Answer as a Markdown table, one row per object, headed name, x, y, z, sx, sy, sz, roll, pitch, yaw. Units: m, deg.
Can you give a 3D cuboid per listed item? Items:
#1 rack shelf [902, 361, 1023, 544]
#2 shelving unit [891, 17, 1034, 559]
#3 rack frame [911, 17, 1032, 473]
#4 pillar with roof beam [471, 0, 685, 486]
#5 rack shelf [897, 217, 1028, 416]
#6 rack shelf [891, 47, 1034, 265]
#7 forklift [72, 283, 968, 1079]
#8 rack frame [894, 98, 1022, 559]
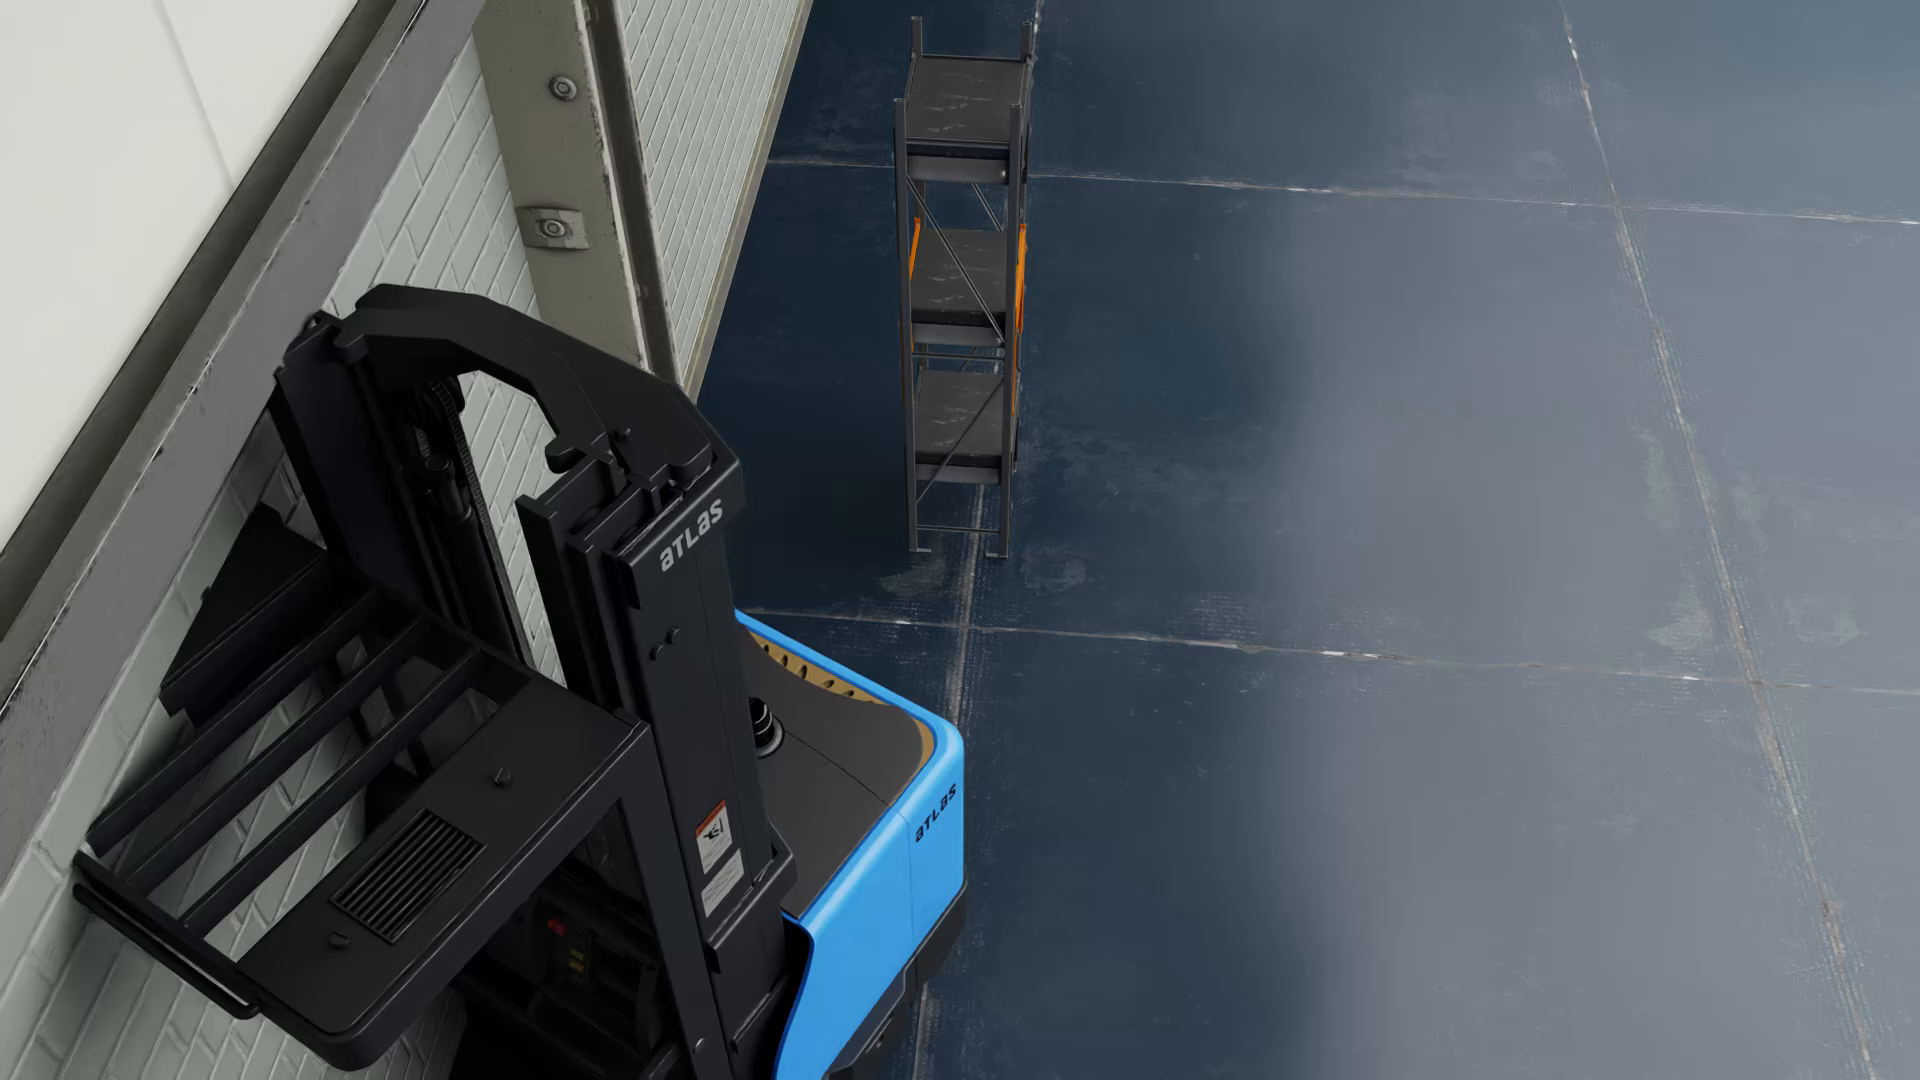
| name | x | y | z | sx | sy | sz | roll | pitch | yaw |
| --- | --- | --- | --- | --- | --- | --- | --- | --- | --- |
| rack shelf | 0.015 | -0.349 | 6.639 | 0.431 | 0.518 | 0.480 | 4 | 48 | 4 |
| shelving unit | 0.015 | -0.830 | 6.112 | 0.431 | 2.100 | 0.503 | 4 | 48 | 4 |
| rack frame | 0.037 | -1.010 | 6.276 | 0.400 | 2.100 | 0.015 | 4 | 48 | 4 |
| pillar with roof beam | 3.134 | -2.489 | 2.954 | 9.100 | 9.000 | 0.400 | 4 | 48 | 4 |
| rack shelf | 0.015 | -0.821 | 6.122 | 0.431 | 0.518 | 0.480 | 4 | 48 | 4 |
| rack shelf | 0.015 | -1.294 | 5.606 | 0.431 | 0.518 | 0.480 | 4 | 48 | 4 |
| forklift | -1.196 | 1.009 | 3.867 | 1.130 | 2.935 | 3.031 | 26 | 52 | 22 |
| rack frame | -0.007 | -0.651 | 5.948 | 0.400 | 2.100 | 0.015 | 4 | 48 | 4 |
